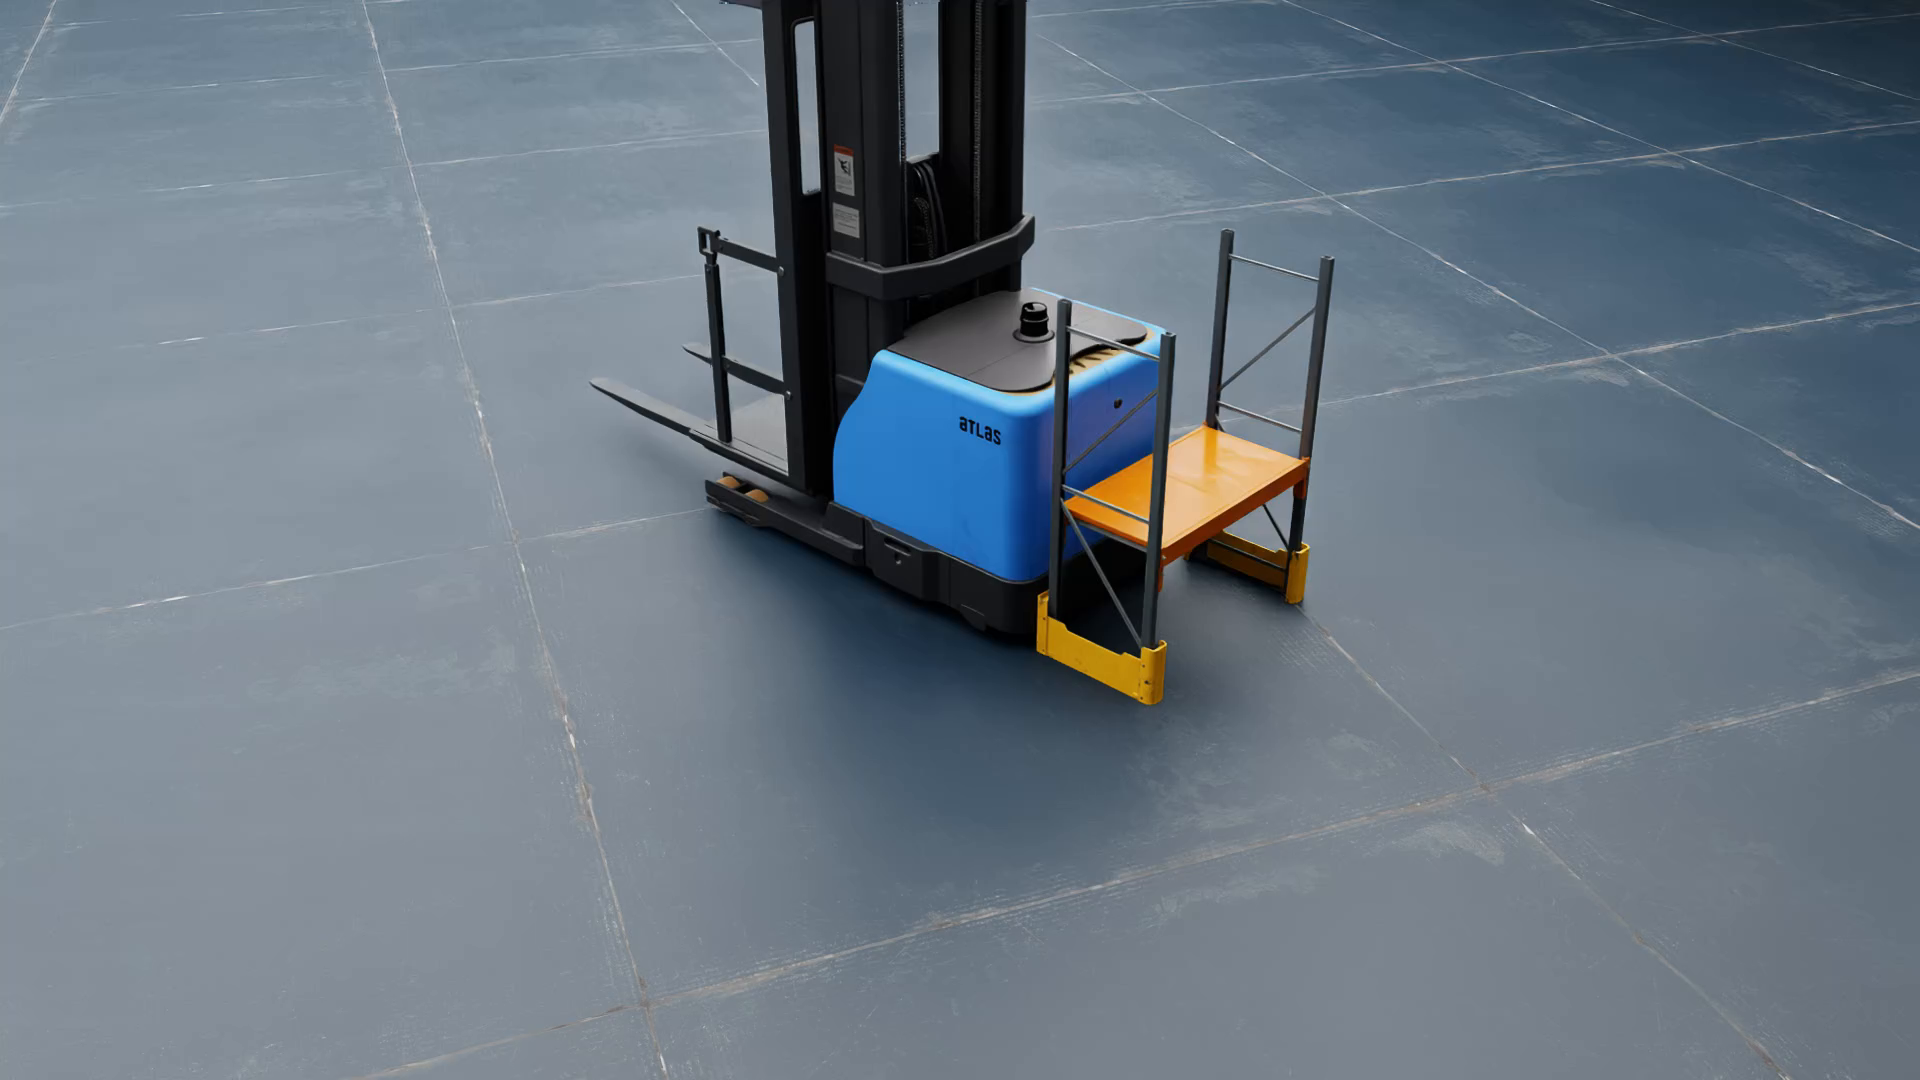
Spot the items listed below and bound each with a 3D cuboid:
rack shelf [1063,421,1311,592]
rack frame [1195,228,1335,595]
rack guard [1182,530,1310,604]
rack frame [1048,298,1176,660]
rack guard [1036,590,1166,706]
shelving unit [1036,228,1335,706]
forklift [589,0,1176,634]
[{"bbox_3d":[0.885,-0.156,6.581,0.538,0.185,1.000,24,38,36],"label":"rack shelf"},{"bbox_3d":[1.228,-0.498,6.817,0.500,1.500,0.032,24,38,36],"label":"rack frame"},{"bbox_3d":[1.215,0.052,7.114,0.587,0.250,0.087,24,38,36],"label":"rack guard"},{"bbox_3d":[0.542,-0.127,6.166,0.500,1.500,0.032,24,38,36],"label":"rack frame"},{"bbox_3d":[0.542,0.416,6.476,0.587,0.250,0.087,24,38,36],"label":"rack guard"},{"bbox_3d":[0.879,-0.309,6.486,0.587,1.500,1.083,24,38,36],"label":"shelving unit"},{"bbox_3d":[-0.533,-1.505,7.140,3.031,2.935,1.130,24,37,36],"label":"forklift"}]
